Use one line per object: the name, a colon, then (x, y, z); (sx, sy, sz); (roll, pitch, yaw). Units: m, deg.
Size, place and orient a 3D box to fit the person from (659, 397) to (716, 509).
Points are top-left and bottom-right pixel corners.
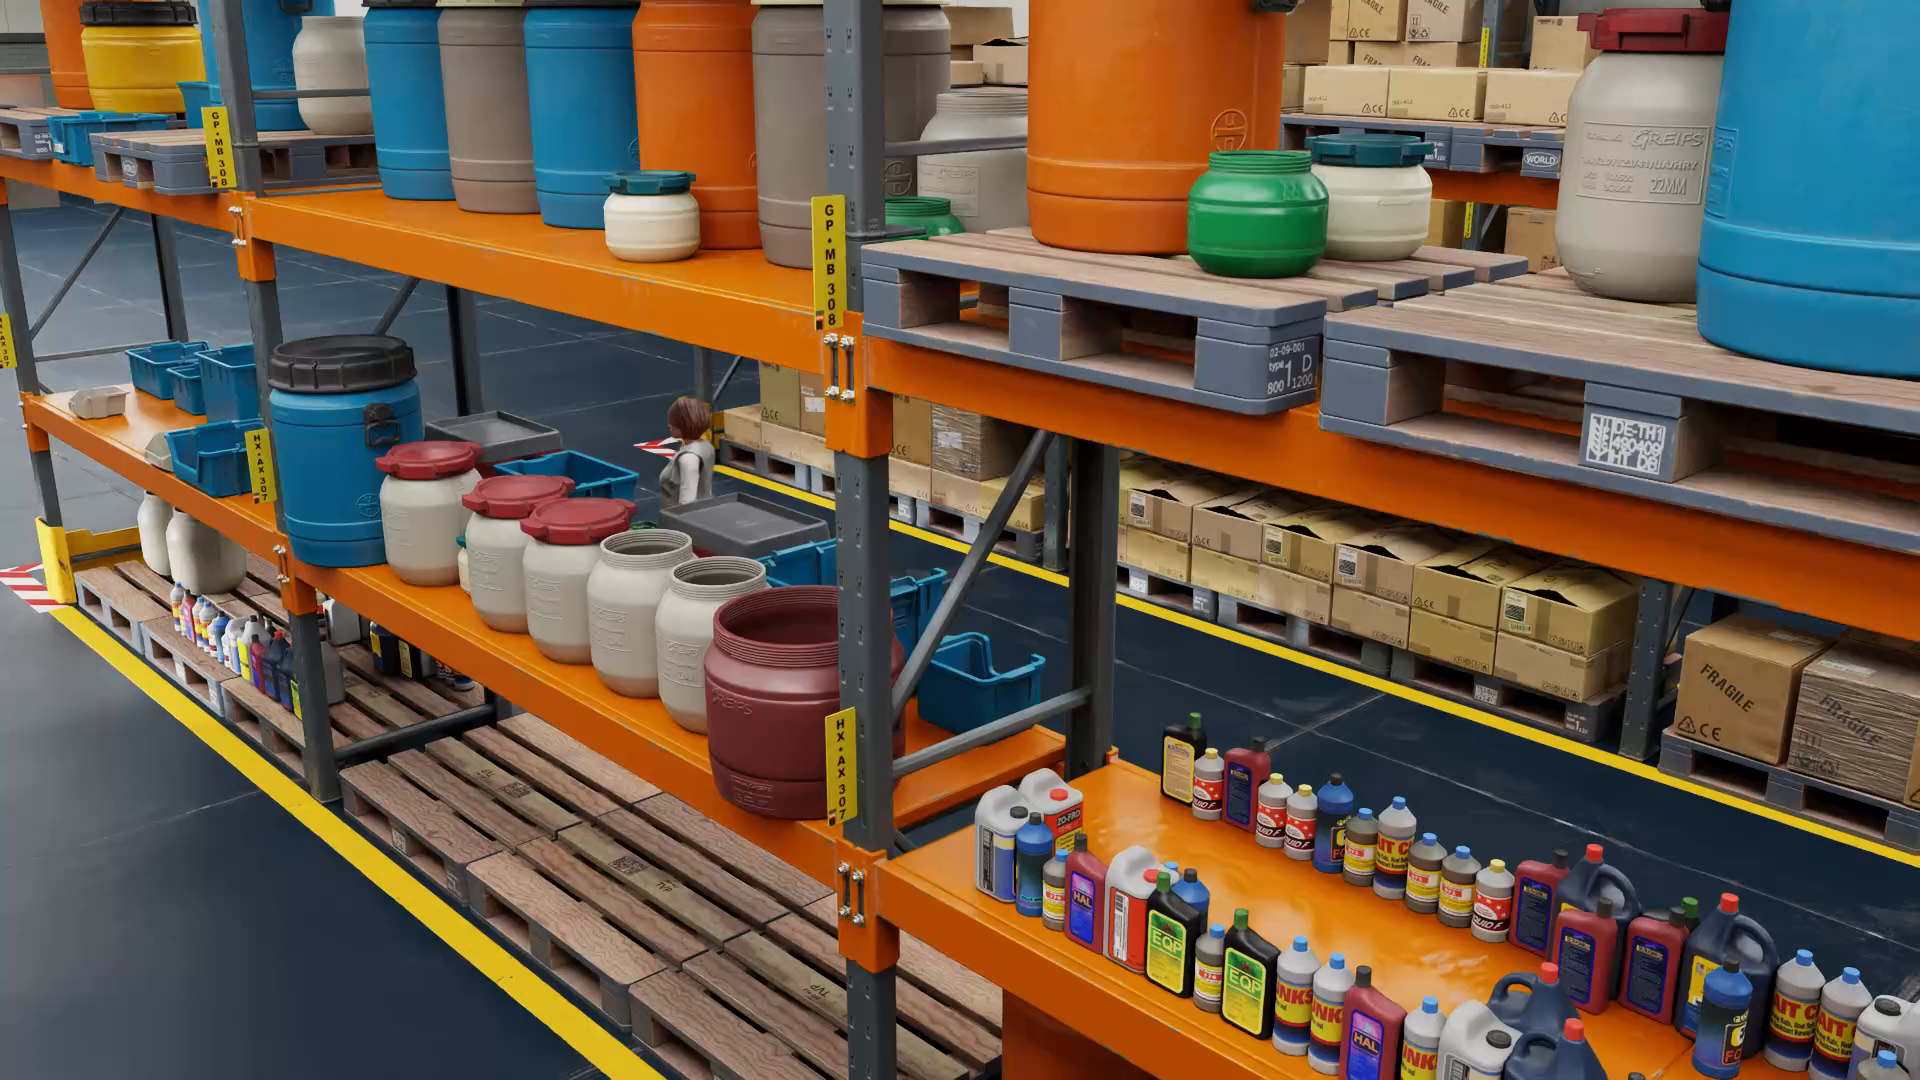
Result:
person: (-1.441, 0.016, 8.972); (0.519, 1.593, 0.430); (1, 18, 2)
